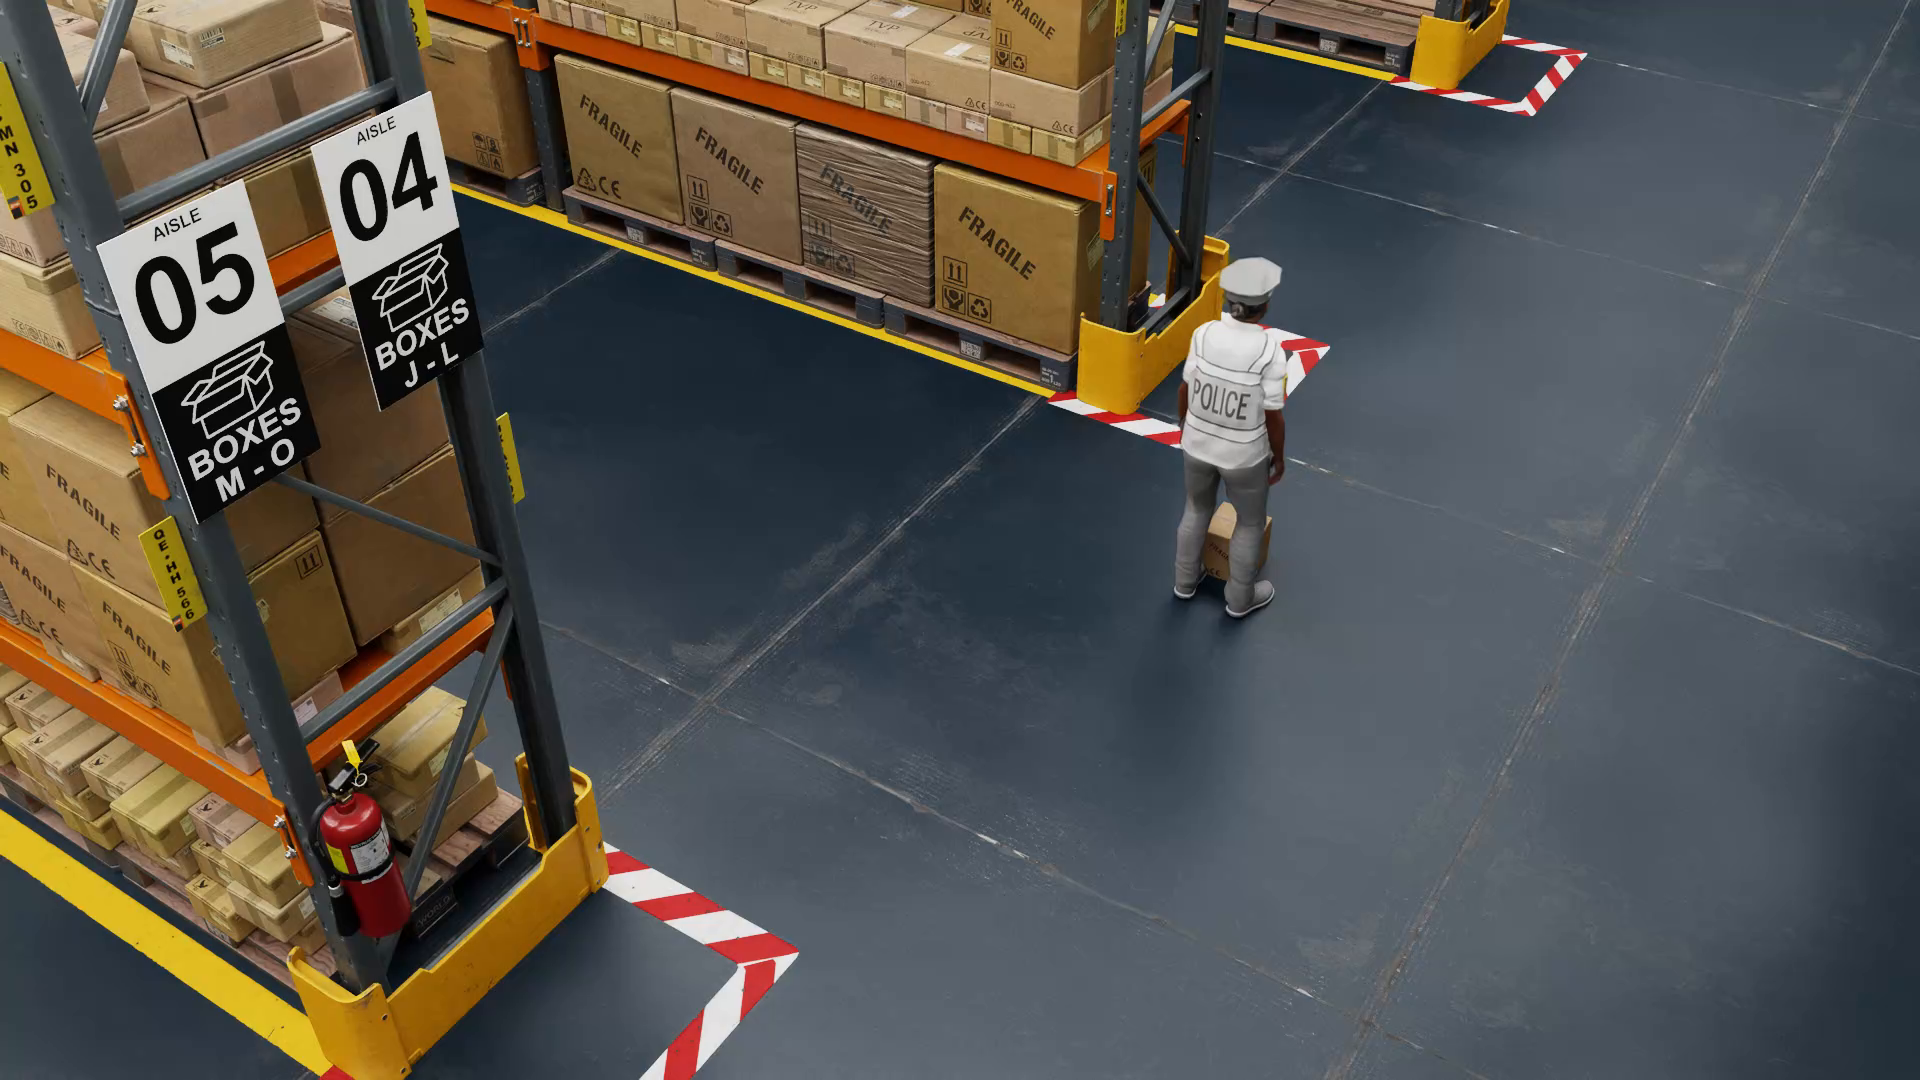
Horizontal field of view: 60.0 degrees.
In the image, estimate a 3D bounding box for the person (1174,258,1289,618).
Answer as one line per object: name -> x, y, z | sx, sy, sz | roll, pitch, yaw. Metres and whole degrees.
person -> 1.170, -0.402, 7.182 | 0.506, 1.660, 0.393 | 22, 44, 25
